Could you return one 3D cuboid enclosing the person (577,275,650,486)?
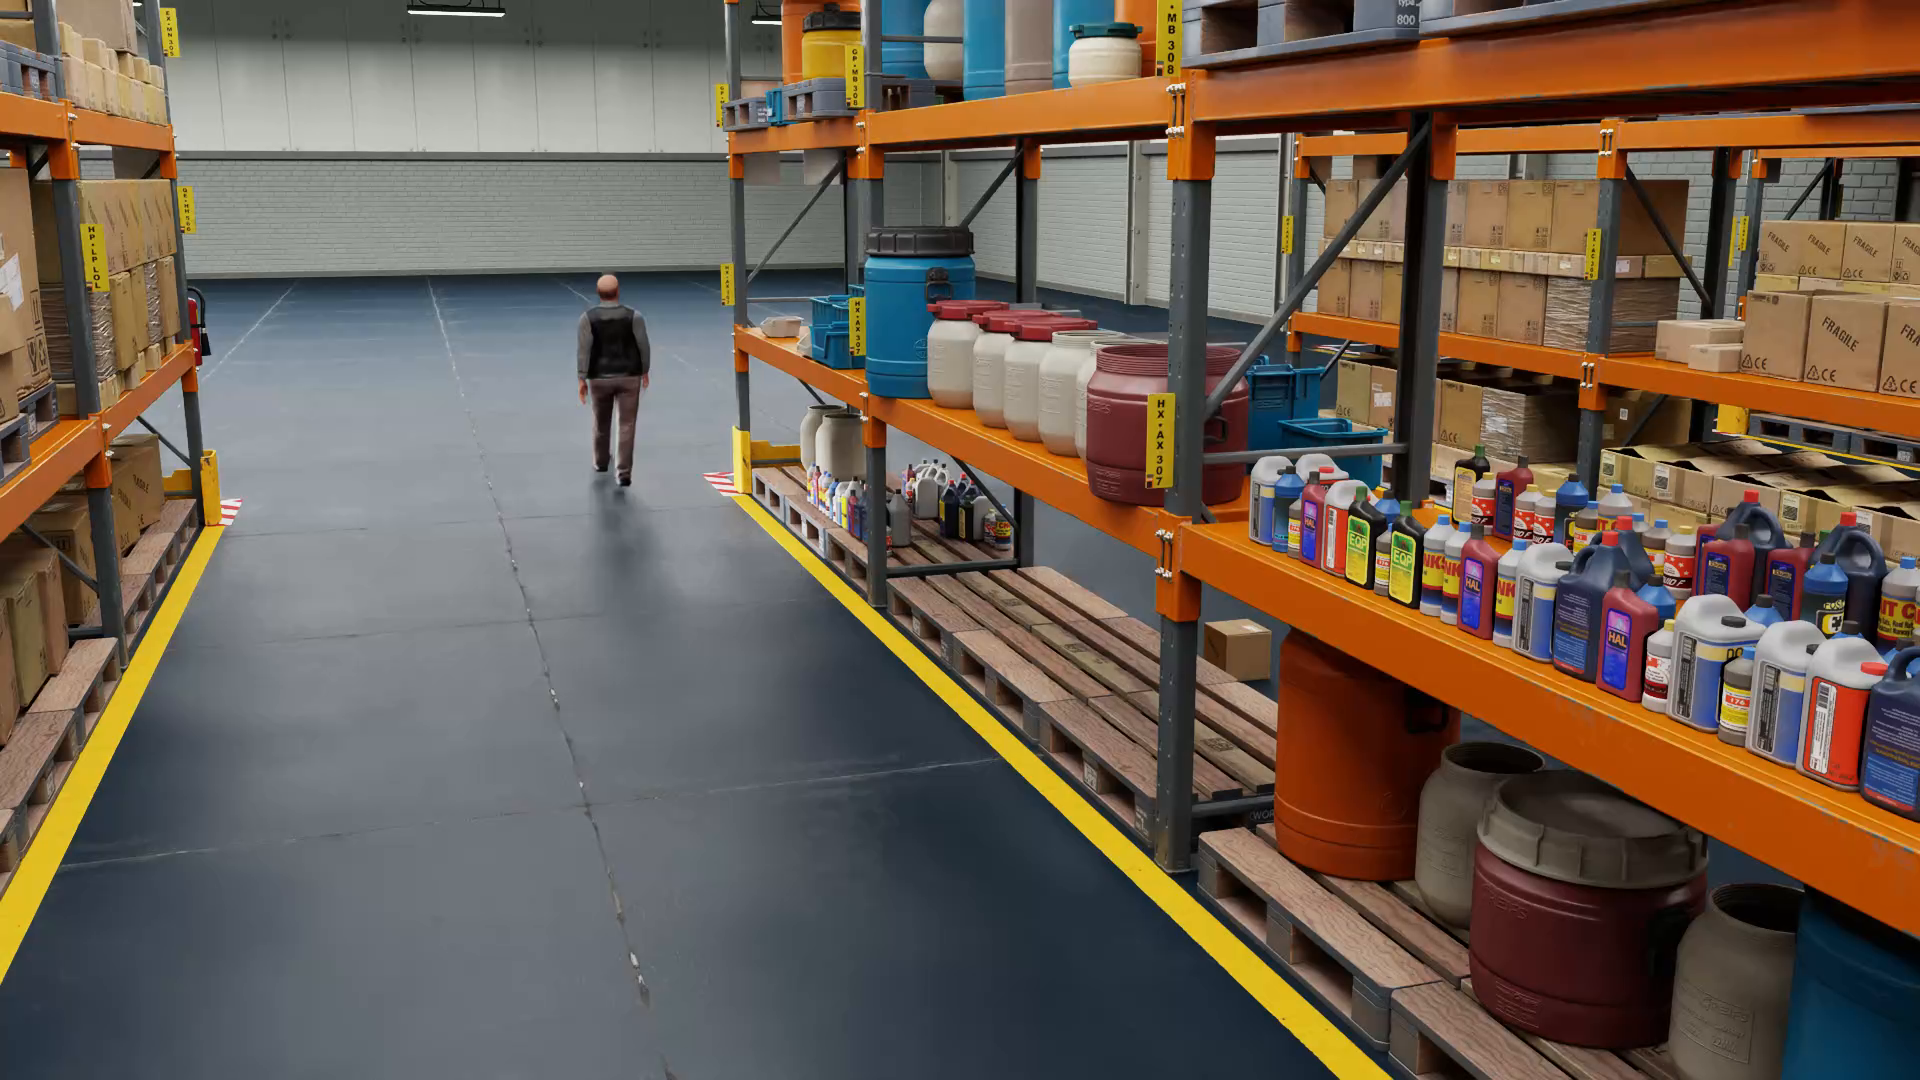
[{"bbox_3d":[-2.796,-1.322,13.519,0.573,1.665,1.022,-2,12,-7],"label":"person"}]
